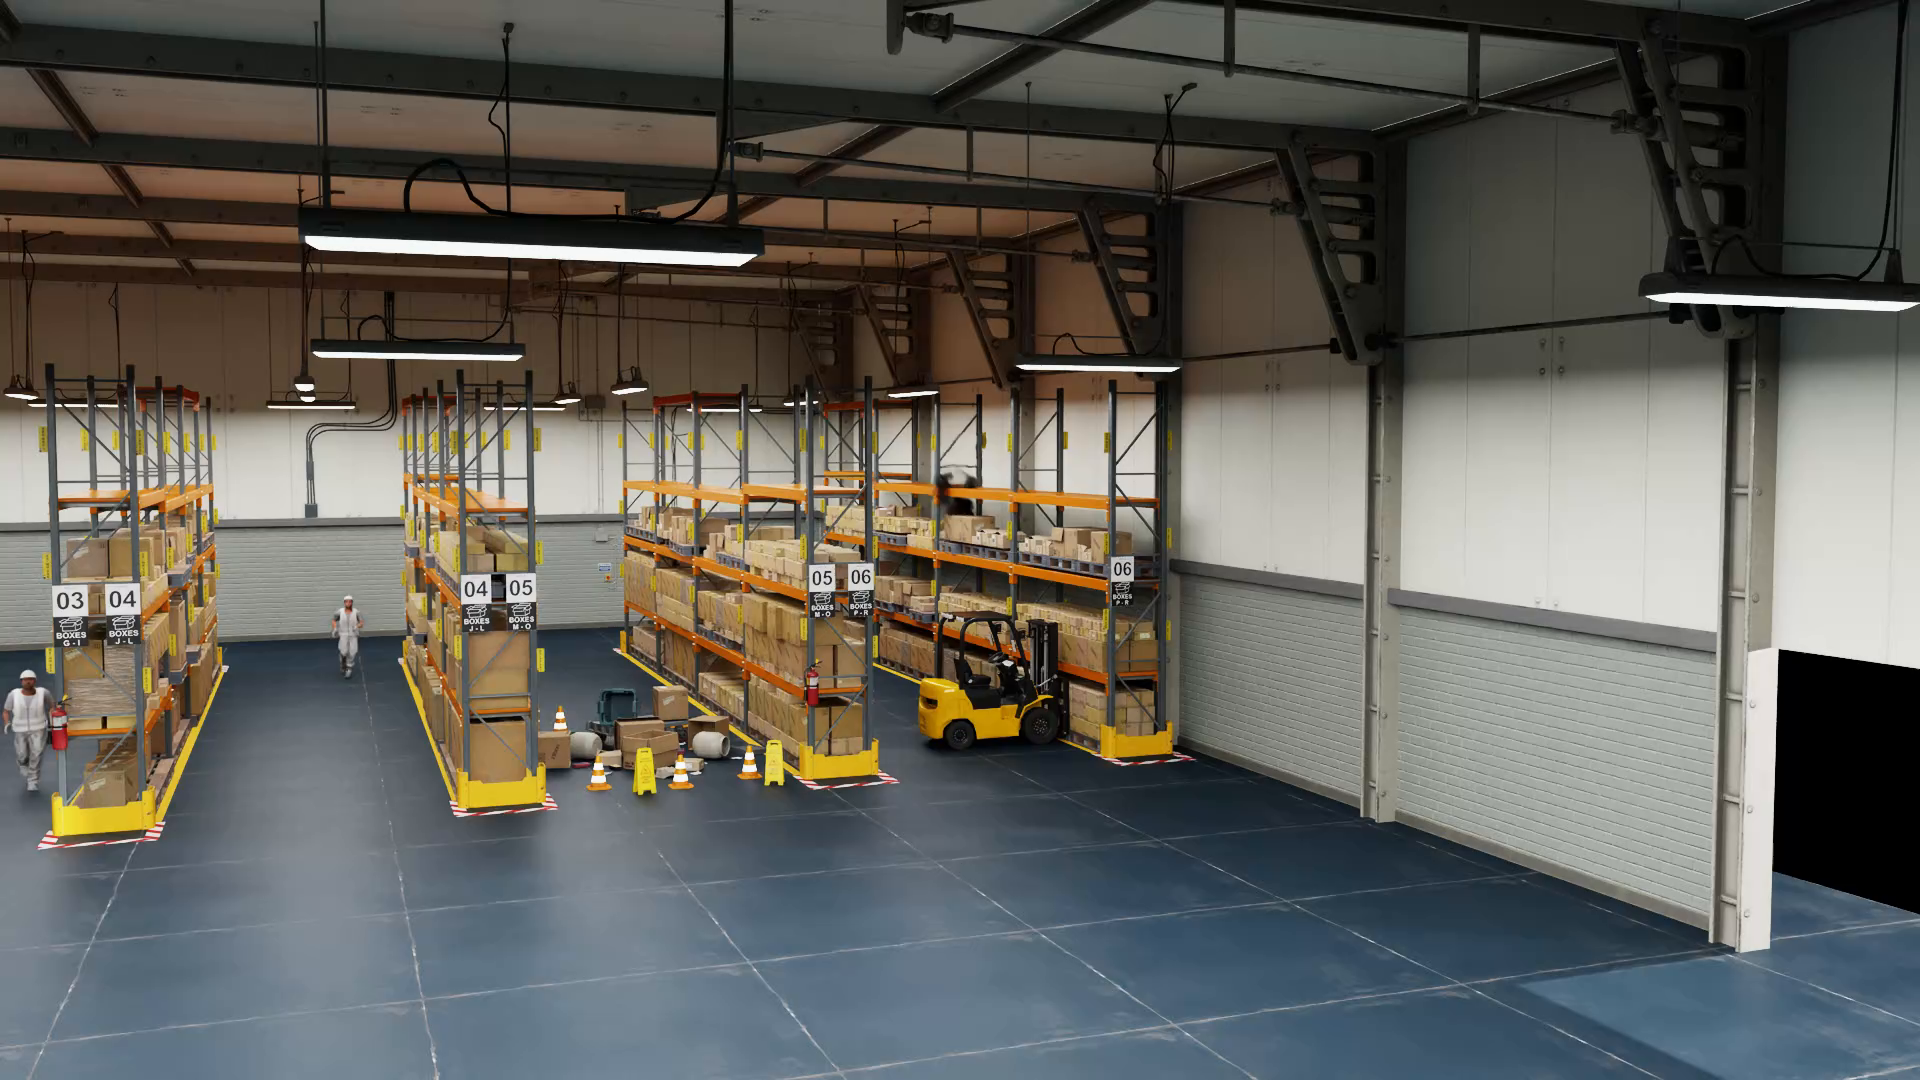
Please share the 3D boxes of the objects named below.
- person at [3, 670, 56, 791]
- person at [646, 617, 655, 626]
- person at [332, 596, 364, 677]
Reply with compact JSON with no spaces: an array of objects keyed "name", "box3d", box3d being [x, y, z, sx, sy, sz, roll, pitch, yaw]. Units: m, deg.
[{"name":"person","box3d":[-13.459,2.731,24.073,0.669,1.733,0.695,-2,4,-28]},{"name":"person","box3d":[-7.493,1.735,41.303,0.766,1.755,0.876,0,3,-8]},{"name":"person","box3d":[-13.003,2.059,35.363,0.643,1.744,0.583,-1,4,-22]}]
